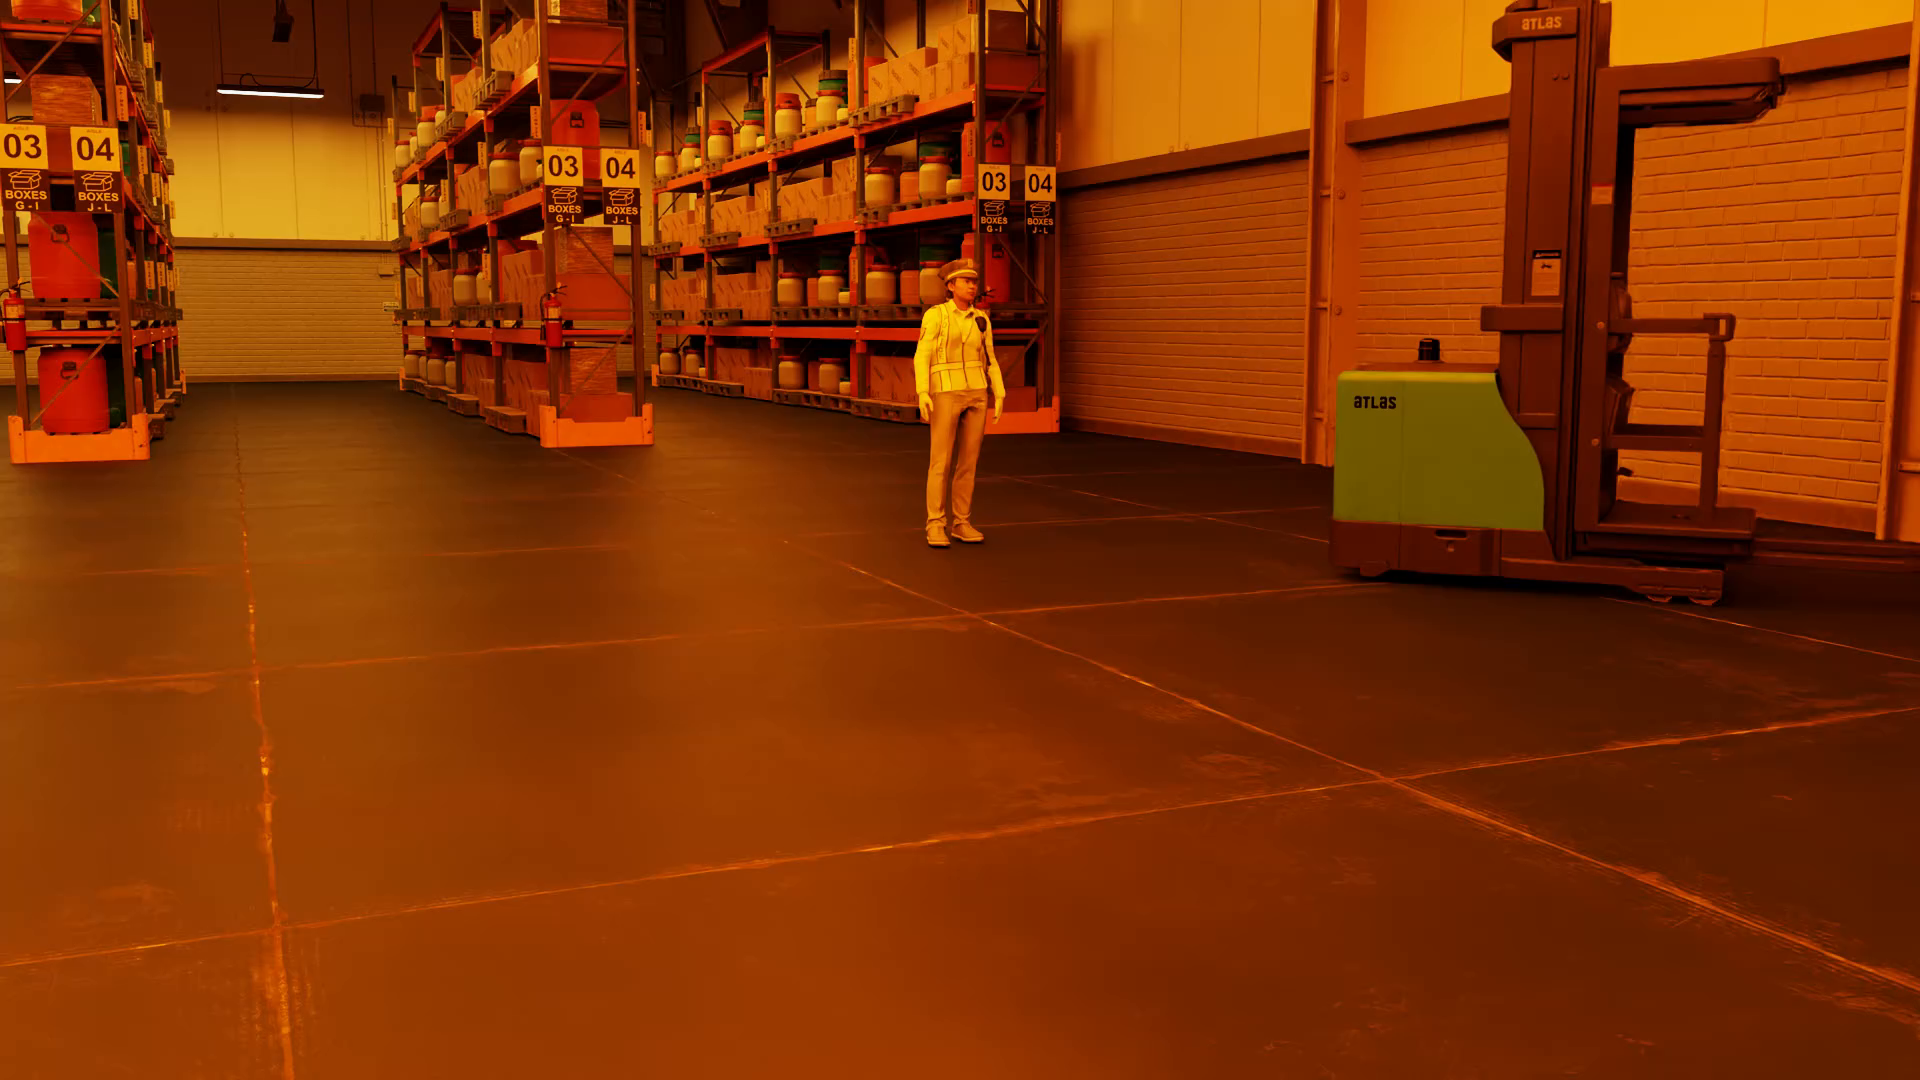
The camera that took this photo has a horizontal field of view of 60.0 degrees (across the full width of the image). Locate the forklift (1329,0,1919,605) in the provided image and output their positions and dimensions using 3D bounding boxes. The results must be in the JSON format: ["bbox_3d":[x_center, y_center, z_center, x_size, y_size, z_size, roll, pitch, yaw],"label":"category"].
[{"bbox_3d":[3.475,-1.225,8.229,3.031,2.935,1.130,4,8,25],"label":"forklift"}]

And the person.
[{"bbox_3d":[0.021,-0.839,9.977,0.588,1.695,0.531,-3,8,-23],"label":"person"}]
